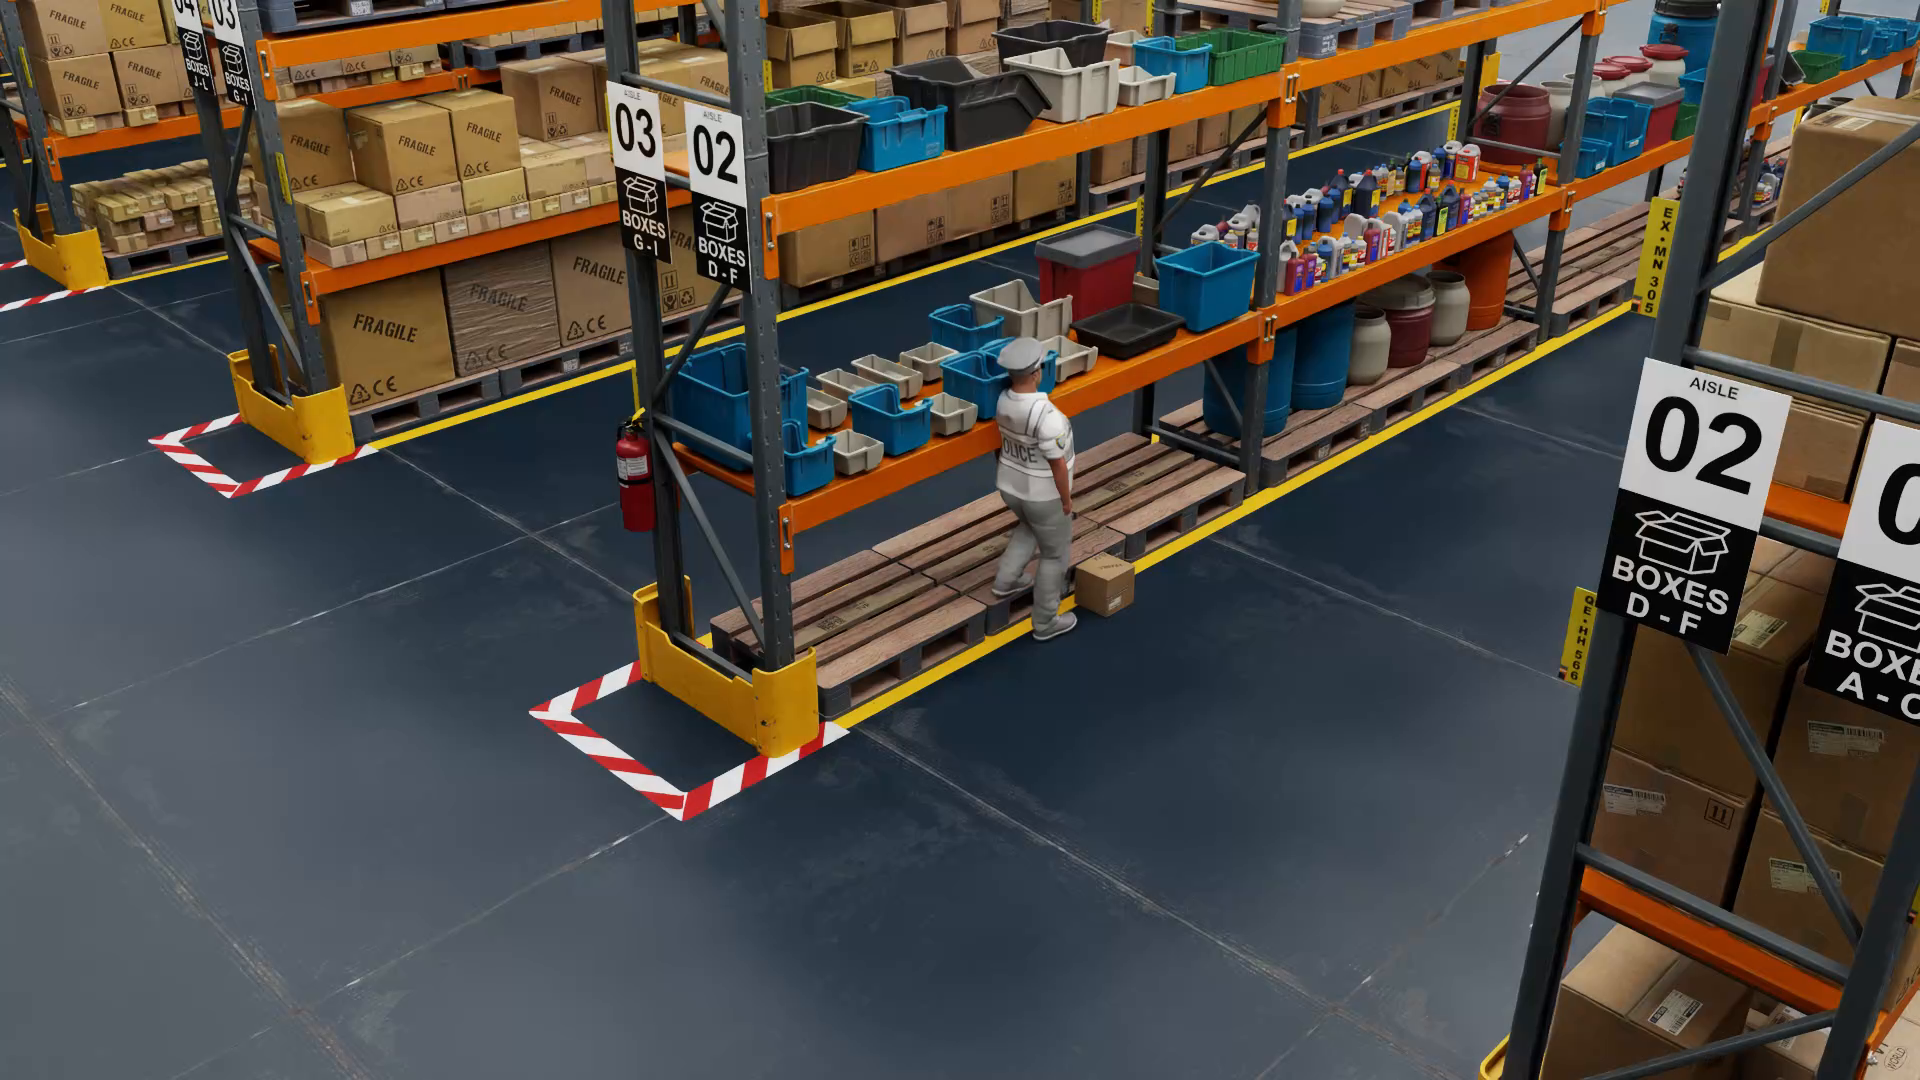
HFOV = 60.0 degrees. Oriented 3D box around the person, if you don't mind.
[{"bbox_3d":[0.427,-0.302,9.176,0.524,1.754,0.526,-24,36,-38],"label":"person"}]
